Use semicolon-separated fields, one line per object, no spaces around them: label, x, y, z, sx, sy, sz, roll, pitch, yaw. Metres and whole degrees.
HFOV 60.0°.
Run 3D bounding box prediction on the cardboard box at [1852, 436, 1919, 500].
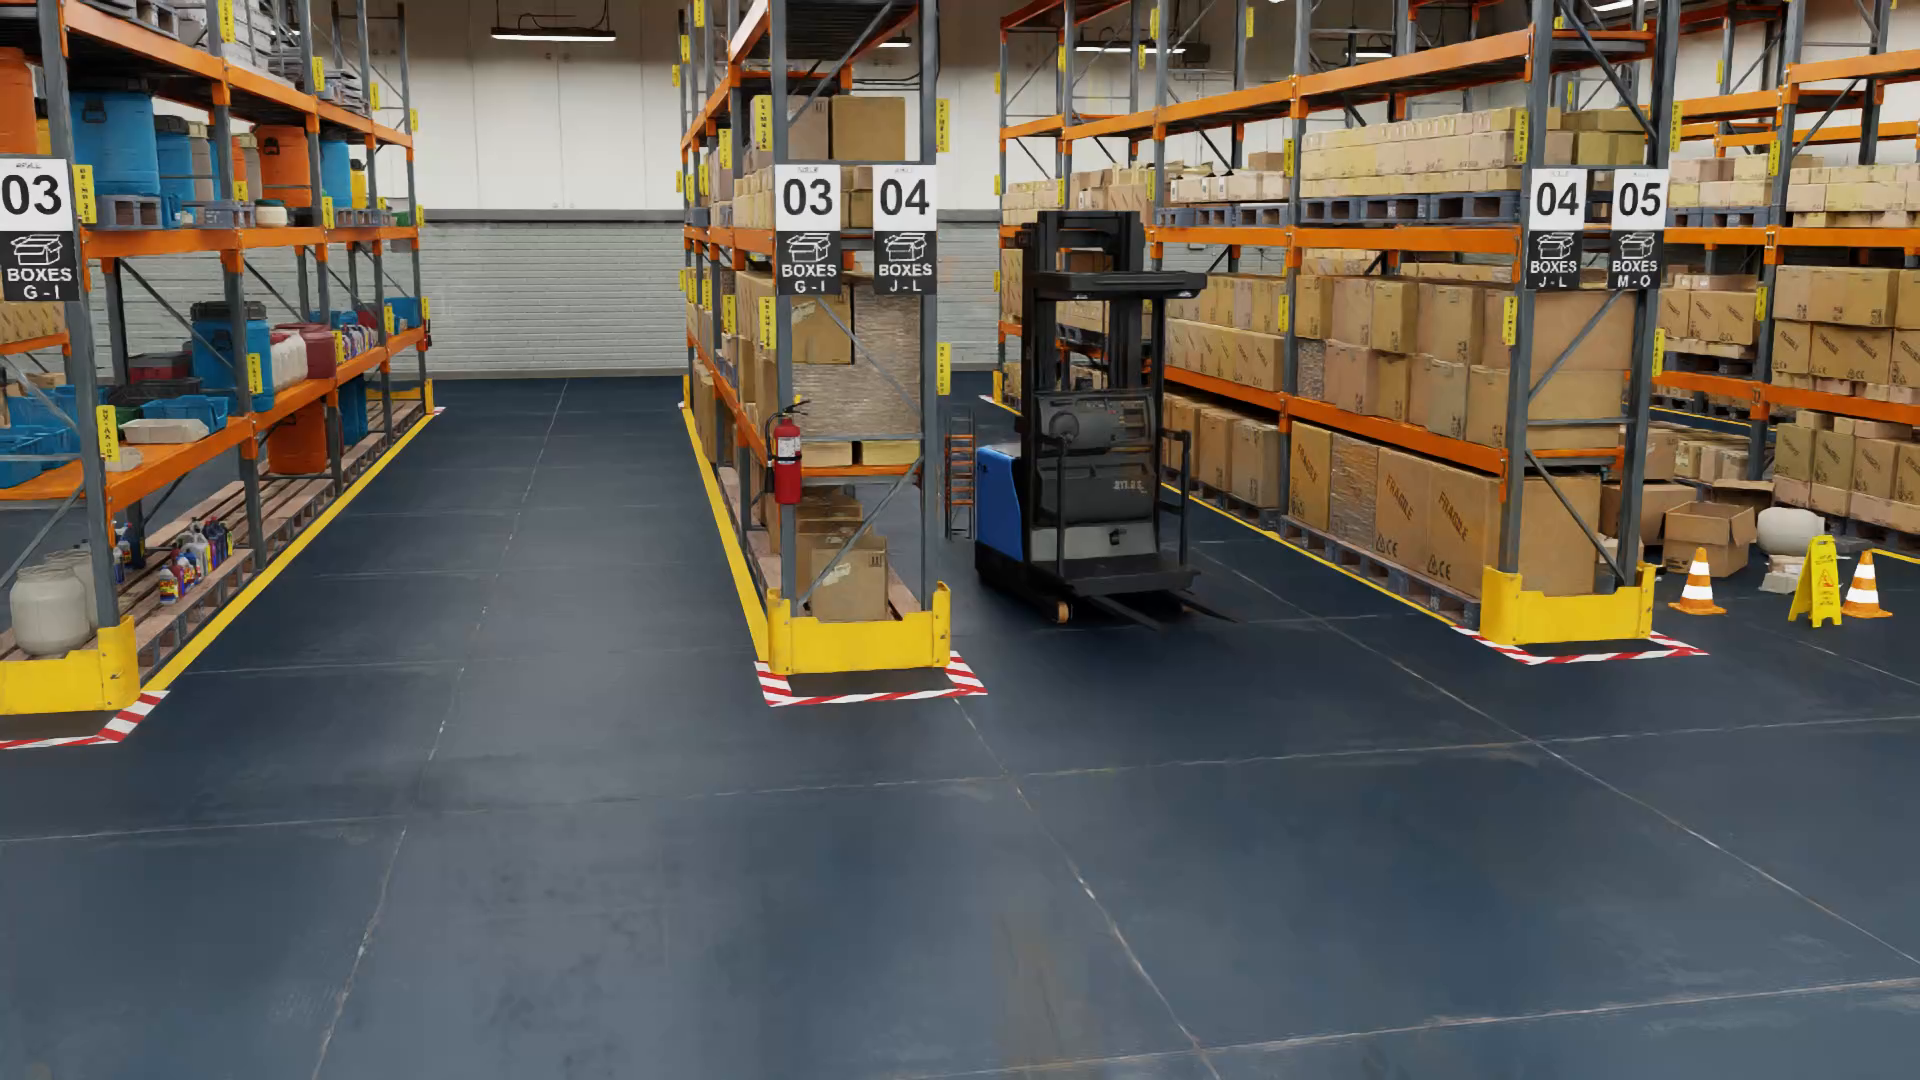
cardboard box;8.361;-0.651;14.821;0.500;0.500;0.500;-2;11;-8

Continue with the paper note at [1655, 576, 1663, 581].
paper note;5.607;0.312;13.483;0.144;0.017;0.142;2;11;9

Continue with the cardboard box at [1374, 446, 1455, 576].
cardboard box;3.868;-0.252;13.057;0.875;0.875;0.875;-2;11;-12

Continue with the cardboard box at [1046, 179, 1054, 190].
cardboard box;1.425;-4.987;23.352;0.380;0.149;0.250;-2;11;-11

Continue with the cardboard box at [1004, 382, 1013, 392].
cardboard box;0.914;-2.439;26.488;0.380;0.149;0.250;-2;11;-10

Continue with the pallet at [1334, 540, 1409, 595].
pallet;3.772;0.197;13.599;1.003;0.211;1.213;-2;11;-11

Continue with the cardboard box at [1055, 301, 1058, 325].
cardboard box;1.533;-3.281;23.348;0.500;0.500;0.500;-2;11;-11

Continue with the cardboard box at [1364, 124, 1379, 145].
cardboard box;3.446;-3.225;13.242;0.380;0.149;0.250;-2;11;-11

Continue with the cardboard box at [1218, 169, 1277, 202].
cardboard box;2.903;-3.538;16.590;0.500;0.311;0.500;-3;11;-13

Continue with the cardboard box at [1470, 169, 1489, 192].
cardboard box;3.793;-2.507;11.603;0.380;0.149;0.250;-2;11;-11

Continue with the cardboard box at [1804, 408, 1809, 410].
cardboard box;11.902;-1.889;22.662;0.500;0.500;0.500;-2;11;-9

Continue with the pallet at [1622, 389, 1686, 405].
pallet;11.235;-2.367;27.069;1.003;0.211;1.213;-2;11;-11

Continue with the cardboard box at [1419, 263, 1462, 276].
cardboard box;6.670;-3.562;22.949;0.500;0.500;0.500;-2;11;-11

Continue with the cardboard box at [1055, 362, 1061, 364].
cardboard box;1.478;-2.751;26.537;0.380;0.149;0.250;-2;11;-10

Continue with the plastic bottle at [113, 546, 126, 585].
plastic bottle;-6.273;0.190;12.285;0.152;0.276;0.135;-2;11;-11

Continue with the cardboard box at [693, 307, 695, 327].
cardboard box;-3.427;-3.084;22.982;0.500;0.250;0.500;-2;11;-9

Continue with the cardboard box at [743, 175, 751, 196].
cardboard box;-1.457;-2.711;12.727;0.380;0.149;0.250;-2;11;-12

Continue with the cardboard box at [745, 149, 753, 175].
cardboard box;-1.603;-3.371;15.464;0.797;0.503;0.637;-2;11;-9

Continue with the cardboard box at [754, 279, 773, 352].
cardboard box;-1.194;-1.606;11.874;0.500;0.500;0.500;-2;11;-11

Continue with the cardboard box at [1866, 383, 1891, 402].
cardboard box;8.282;-1.310;14.731;0.380;0.149;0.250;-2;11;-11

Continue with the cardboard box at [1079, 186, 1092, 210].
cardboard box;1.869;-4.474;21.773;0.500;0.311;0.500;-2;11;-12

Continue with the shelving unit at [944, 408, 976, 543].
shelving unit;0.003;-0.587;15.070;0.258;1.200;0.189;-2;11;-11

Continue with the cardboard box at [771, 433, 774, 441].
cardboard box;-1.164;-0.794;12.019;0.380;0.149;0.250;-2;11;-11

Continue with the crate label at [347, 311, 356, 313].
crate label;-8.892;-3.289;24.740;0.416;0.233;0.303;-2;11;-11

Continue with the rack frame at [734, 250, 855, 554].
rack frame;-1.425;-1.378;14.414;1.000;3.000;0.127;-2;11;-11

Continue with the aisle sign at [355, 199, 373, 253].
aisle sign;-8.922;-4.678;24.800;0.394;0.787;0.004;-2;11;-11

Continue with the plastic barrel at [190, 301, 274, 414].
plastic barrel;-6.061;-1.526;13.851;0.600;0.901;0.708;-2;11;-11

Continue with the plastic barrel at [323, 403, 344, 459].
plastic barrel;-7.393;-1.249;19.064;0.600;0.588;0.708;-2;11;-11

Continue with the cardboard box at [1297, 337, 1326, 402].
cardboard box;3.544;-1.546;14.897;0.875;0.550;0.550;-2;11;-11

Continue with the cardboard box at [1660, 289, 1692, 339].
cardboard box;7.789;-2.402;17.608;0.500;0.500;0.500;-2;11;-9

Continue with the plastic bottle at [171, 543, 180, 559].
plastic bottle;-5.852;0.156;12.440;0.061;0.283;0.133;-2;11;-11

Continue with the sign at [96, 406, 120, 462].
sign;-4.965;-0.619;9.688;0.100;0.325;0.005;-2;11;-11

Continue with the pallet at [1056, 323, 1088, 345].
pallet;1.910;-2.767;22.226;1.003;0.211;1.213;-2;11;-11

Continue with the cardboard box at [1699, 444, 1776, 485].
cardboard box;8.191;-0.750;17.018;0.950;0.372;0.625;-2;11;-10

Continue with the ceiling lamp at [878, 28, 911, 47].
ceiling lamp;-1.794;-9.978;27.941;2.000;3.185;0.800;-2;11;-11

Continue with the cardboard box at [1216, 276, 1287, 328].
cardboard box;3.061;-2.451;17.108;0.700;0.500;0.500;-2;11;-12

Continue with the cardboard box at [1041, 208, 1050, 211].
cardboard box;1.458;-4.579;23.611;0.500;0.250;0.500;-2;11;-11

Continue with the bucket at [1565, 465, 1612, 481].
bucket;5.748;-0.737;15.737;0.726;0.611;0.620;2;1;9

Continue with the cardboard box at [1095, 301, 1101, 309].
cardboard box;1.888;-2.959;20.678;0.380;0.149;0.250;-2;11;-8

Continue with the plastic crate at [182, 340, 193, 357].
plastic crate;-7.047;-1.655;15.700;0.402;0.464;0.583;-2;11;-11

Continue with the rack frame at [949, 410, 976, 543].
rack frame;0.021;-0.570;14.982;0.240;1.200;0.006;-2;11;-11

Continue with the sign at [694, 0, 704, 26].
sign;-2.746;-5.574;17.495;0.100;0.325;0.005;-2;11;-11

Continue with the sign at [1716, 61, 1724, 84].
sign;11.072;-6.815;24.226;0.100;0.325;0.005;-2;11;-11

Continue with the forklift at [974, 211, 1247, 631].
forklift;1.095;-0.919;12.184;1.130;2.935;3.031;-4;11;-19

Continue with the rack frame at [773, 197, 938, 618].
rack frame;-0.647;-0.644;10.559;1.000;3.000;0.127;-2;11;-11

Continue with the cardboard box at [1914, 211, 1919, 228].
cardboard box;8.416;-2.739;14.214;0.380;0.149;0.250;-2;11;-11

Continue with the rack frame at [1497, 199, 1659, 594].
rack frame;4.238;-0.806;11.410;1.000;3.000;0.127;-2;11;-11

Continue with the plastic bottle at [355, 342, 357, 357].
plastic bottle;-7.156;-2.260;19.579;0.097;0.201;0.097;0;11;0

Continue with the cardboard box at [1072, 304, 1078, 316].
cardboard box;1.684;-3.005;21.713;0.380;0.149;0.250;-3;11;-13

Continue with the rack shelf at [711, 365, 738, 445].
rack shelf;-1.814;-1.391;16.408;1.077;0.370;4.000;-2;11;-11

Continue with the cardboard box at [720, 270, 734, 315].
cardboard box;-2.453;-2.908;19.501;0.797;0.503;0.637;-2;11;-10

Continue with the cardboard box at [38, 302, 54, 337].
cardboard box;-13.018;-3.101;23.200;0.500;0.500;0.500;-2;11;-11

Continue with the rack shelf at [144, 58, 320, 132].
rack shelf;-6.672;-3.962;14.938;1.077;0.370;4.000;-2;11;-11

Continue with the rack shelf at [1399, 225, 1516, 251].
rack shelf;7.129;-3.959;21.876;1.077;0.370;4.000;-2;11;-11

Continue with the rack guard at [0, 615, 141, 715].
rack guard;-5.566;0.752;9.911;1.175;0.500;0.348;-2;11;-11

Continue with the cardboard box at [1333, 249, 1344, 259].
cardboard box;6.020;-4.437;25.809;0.380;0.149;0.250;-2;11;-12

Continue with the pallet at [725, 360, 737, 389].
pallet;-1.778;-1.656;16.386;1.003;0.211;1.213;-2;11;-11
